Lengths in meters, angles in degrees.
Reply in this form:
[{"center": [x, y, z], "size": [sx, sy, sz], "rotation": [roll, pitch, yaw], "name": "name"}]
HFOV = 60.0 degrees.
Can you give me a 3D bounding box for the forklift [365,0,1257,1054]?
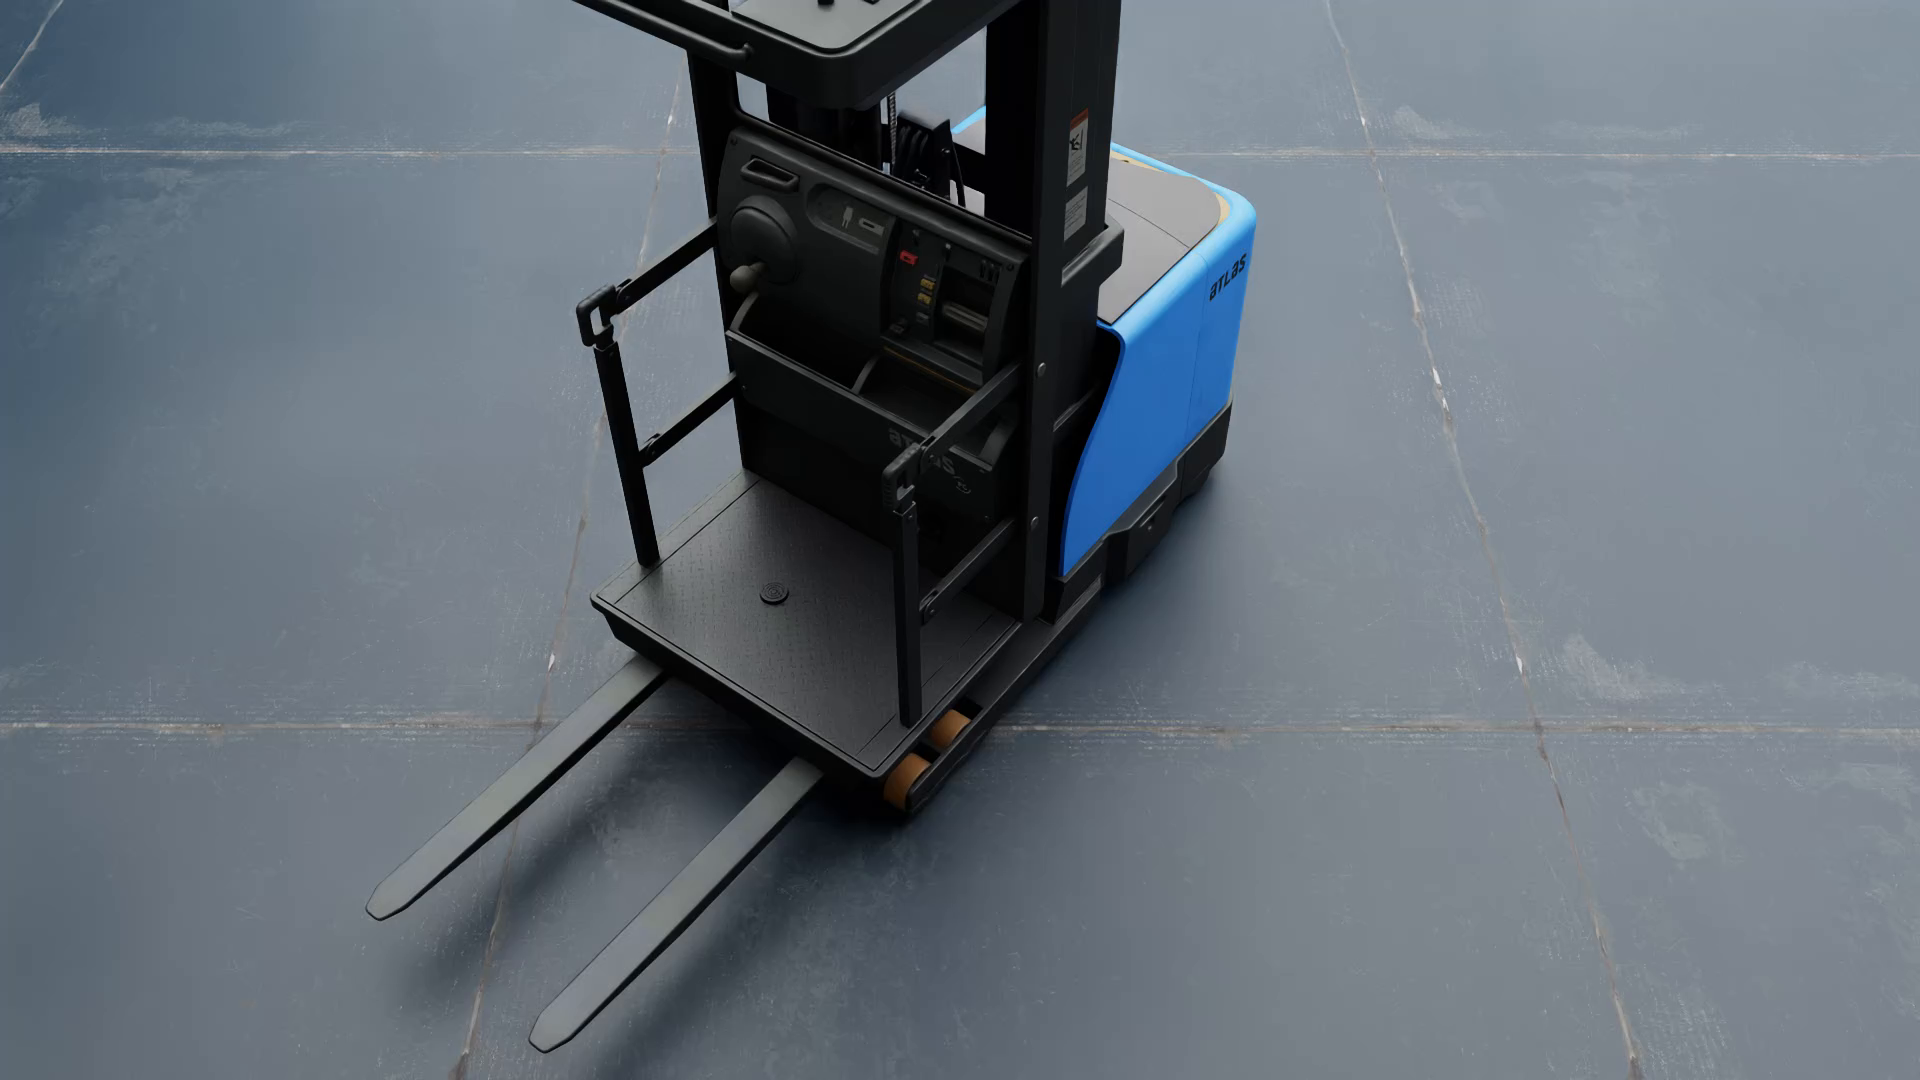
[{"center": [-0.373, -0.632, 4.093], "size": [1.130, 2.935, 3.031], "rotation": [29, 53, 24], "name": "forklift"}]
